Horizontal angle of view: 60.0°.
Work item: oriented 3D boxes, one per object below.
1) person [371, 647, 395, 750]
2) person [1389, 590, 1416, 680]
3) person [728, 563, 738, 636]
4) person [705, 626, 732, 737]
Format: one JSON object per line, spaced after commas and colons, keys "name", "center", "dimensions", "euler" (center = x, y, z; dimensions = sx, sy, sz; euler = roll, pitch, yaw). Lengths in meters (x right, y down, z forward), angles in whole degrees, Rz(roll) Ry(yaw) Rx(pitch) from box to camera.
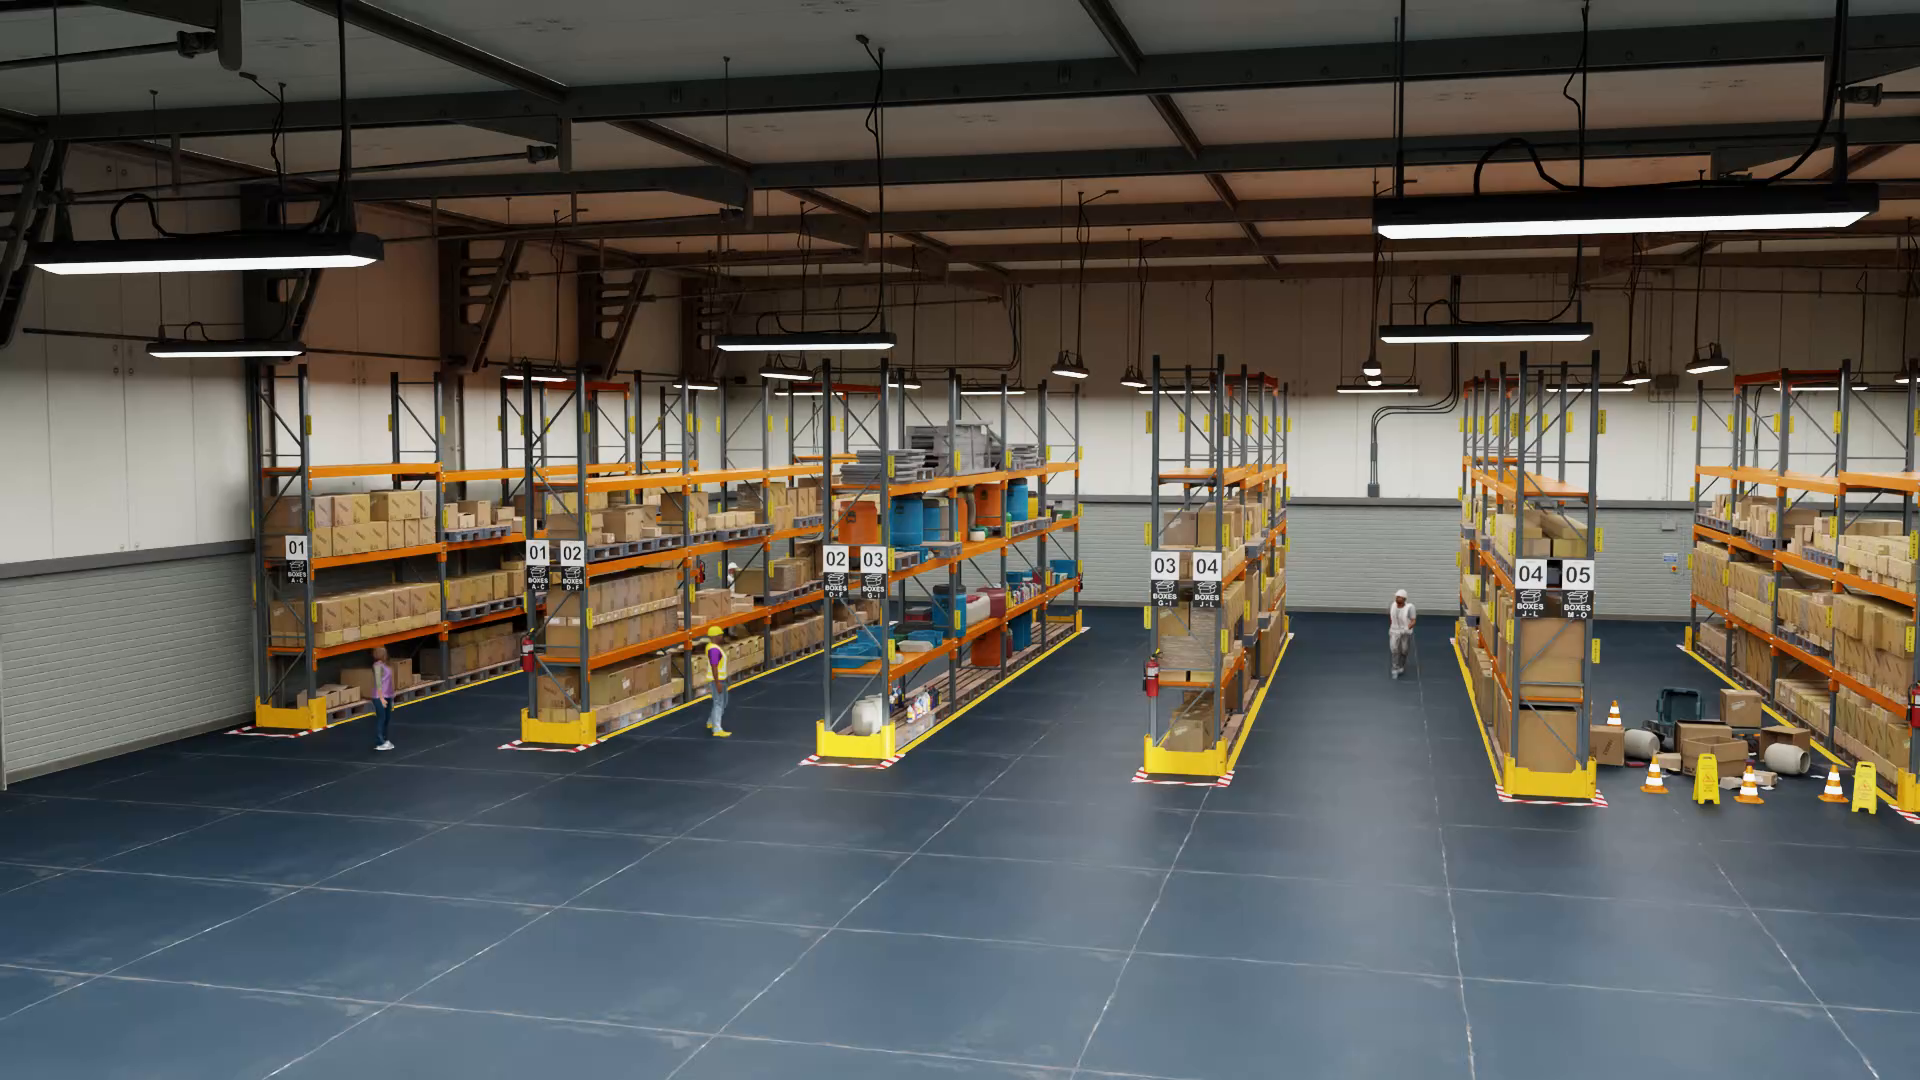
{"name": "person", "center": [-8.912, 2.444, 25.668], "dimensions": [0.365, 1.616, 0.493], "euler": [0, 4, 6]}
{"name": "person", "center": [8.802, 1.886, 33.076], "dimensions": [0.504, 1.808, 0.880], "euler": [1, 4, 15]}
{"name": "person", "center": [-5.286, 1.420, 39.155], "dimensions": [0.477, 1.777, 0.557], "euler": [2, 4, 25]}
{"name": "person", "center": [-3.914, 2.284, 26.880], "dimensions": [0.459, 1.795, 0.640], "euler": [0, 4, -1]}
